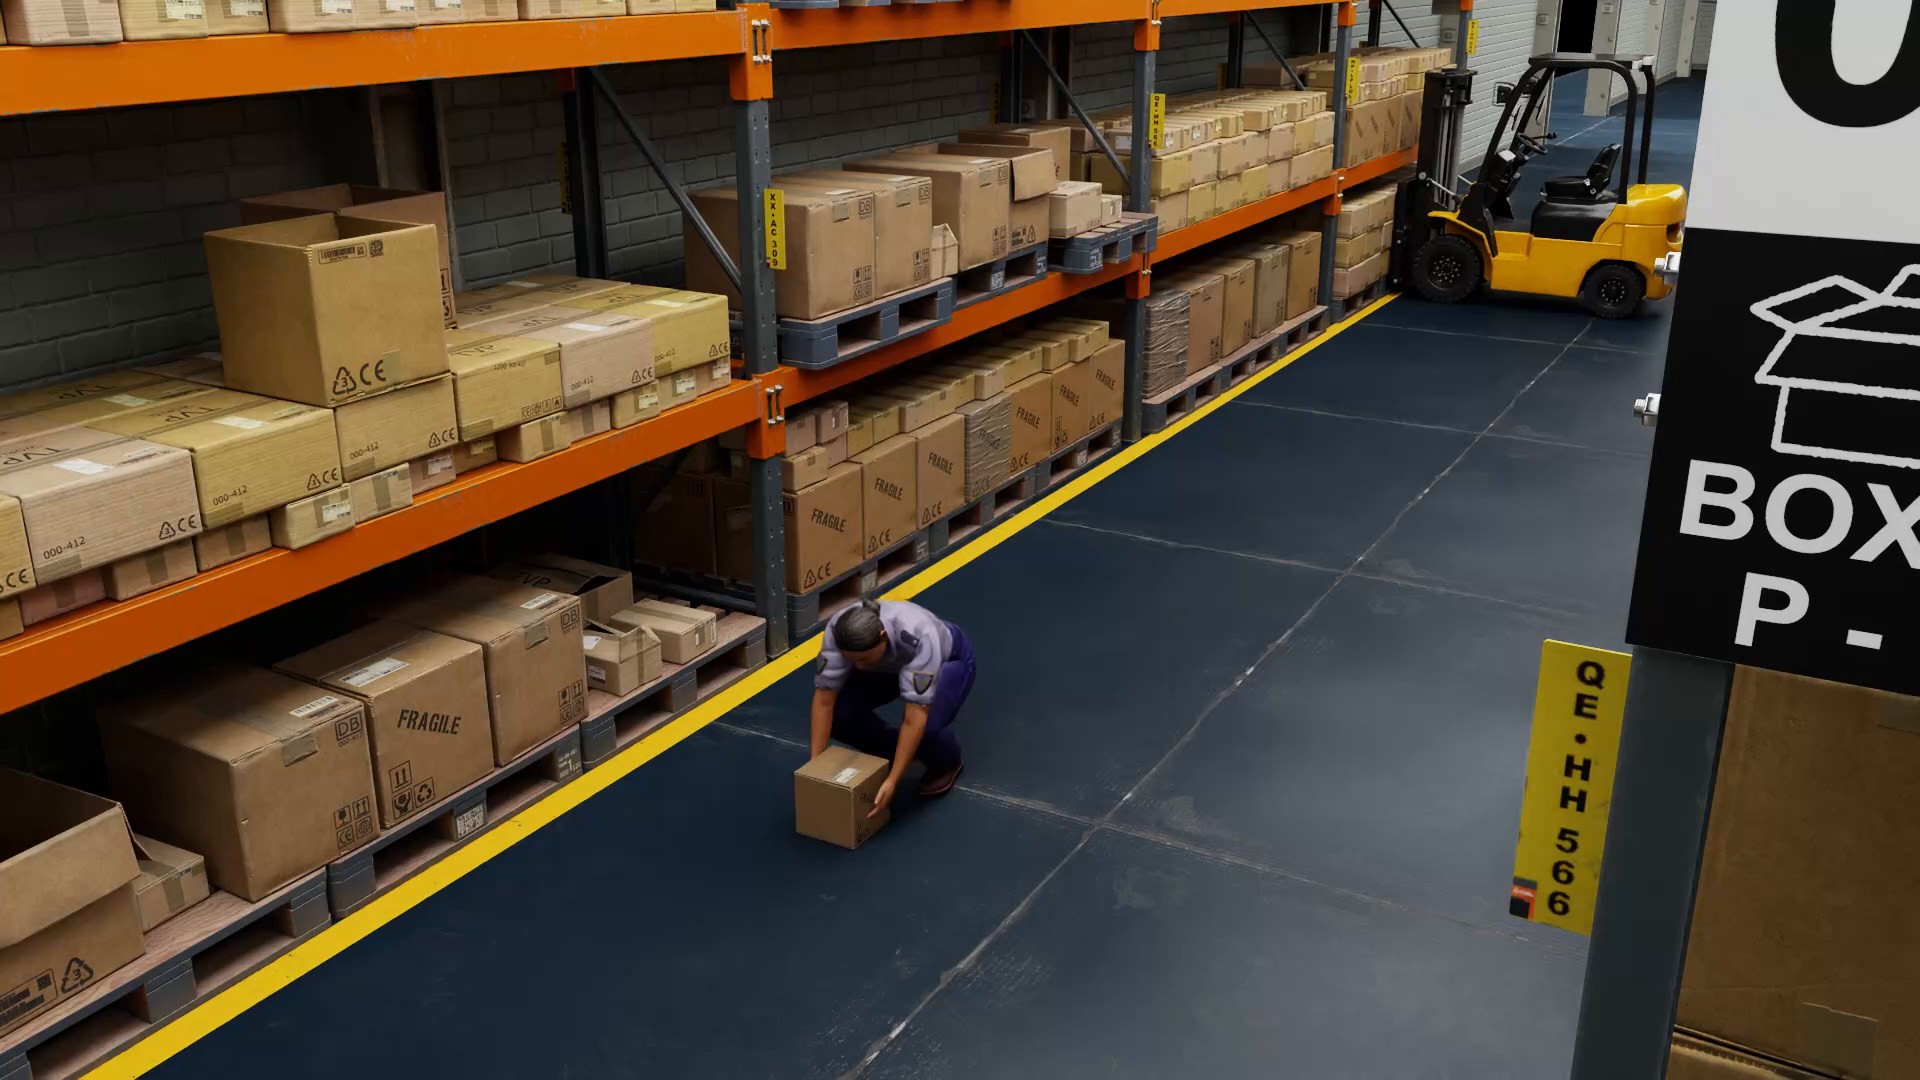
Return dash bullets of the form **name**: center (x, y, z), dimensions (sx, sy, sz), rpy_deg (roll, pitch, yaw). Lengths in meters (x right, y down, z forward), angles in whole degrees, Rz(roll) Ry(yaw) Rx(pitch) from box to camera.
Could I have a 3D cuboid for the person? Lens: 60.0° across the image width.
- **person**: center (-0.250, 0.547, 6.228), dimensions (0.523, 0.869, 0.828), rpy_deg (11, 22, 27)
